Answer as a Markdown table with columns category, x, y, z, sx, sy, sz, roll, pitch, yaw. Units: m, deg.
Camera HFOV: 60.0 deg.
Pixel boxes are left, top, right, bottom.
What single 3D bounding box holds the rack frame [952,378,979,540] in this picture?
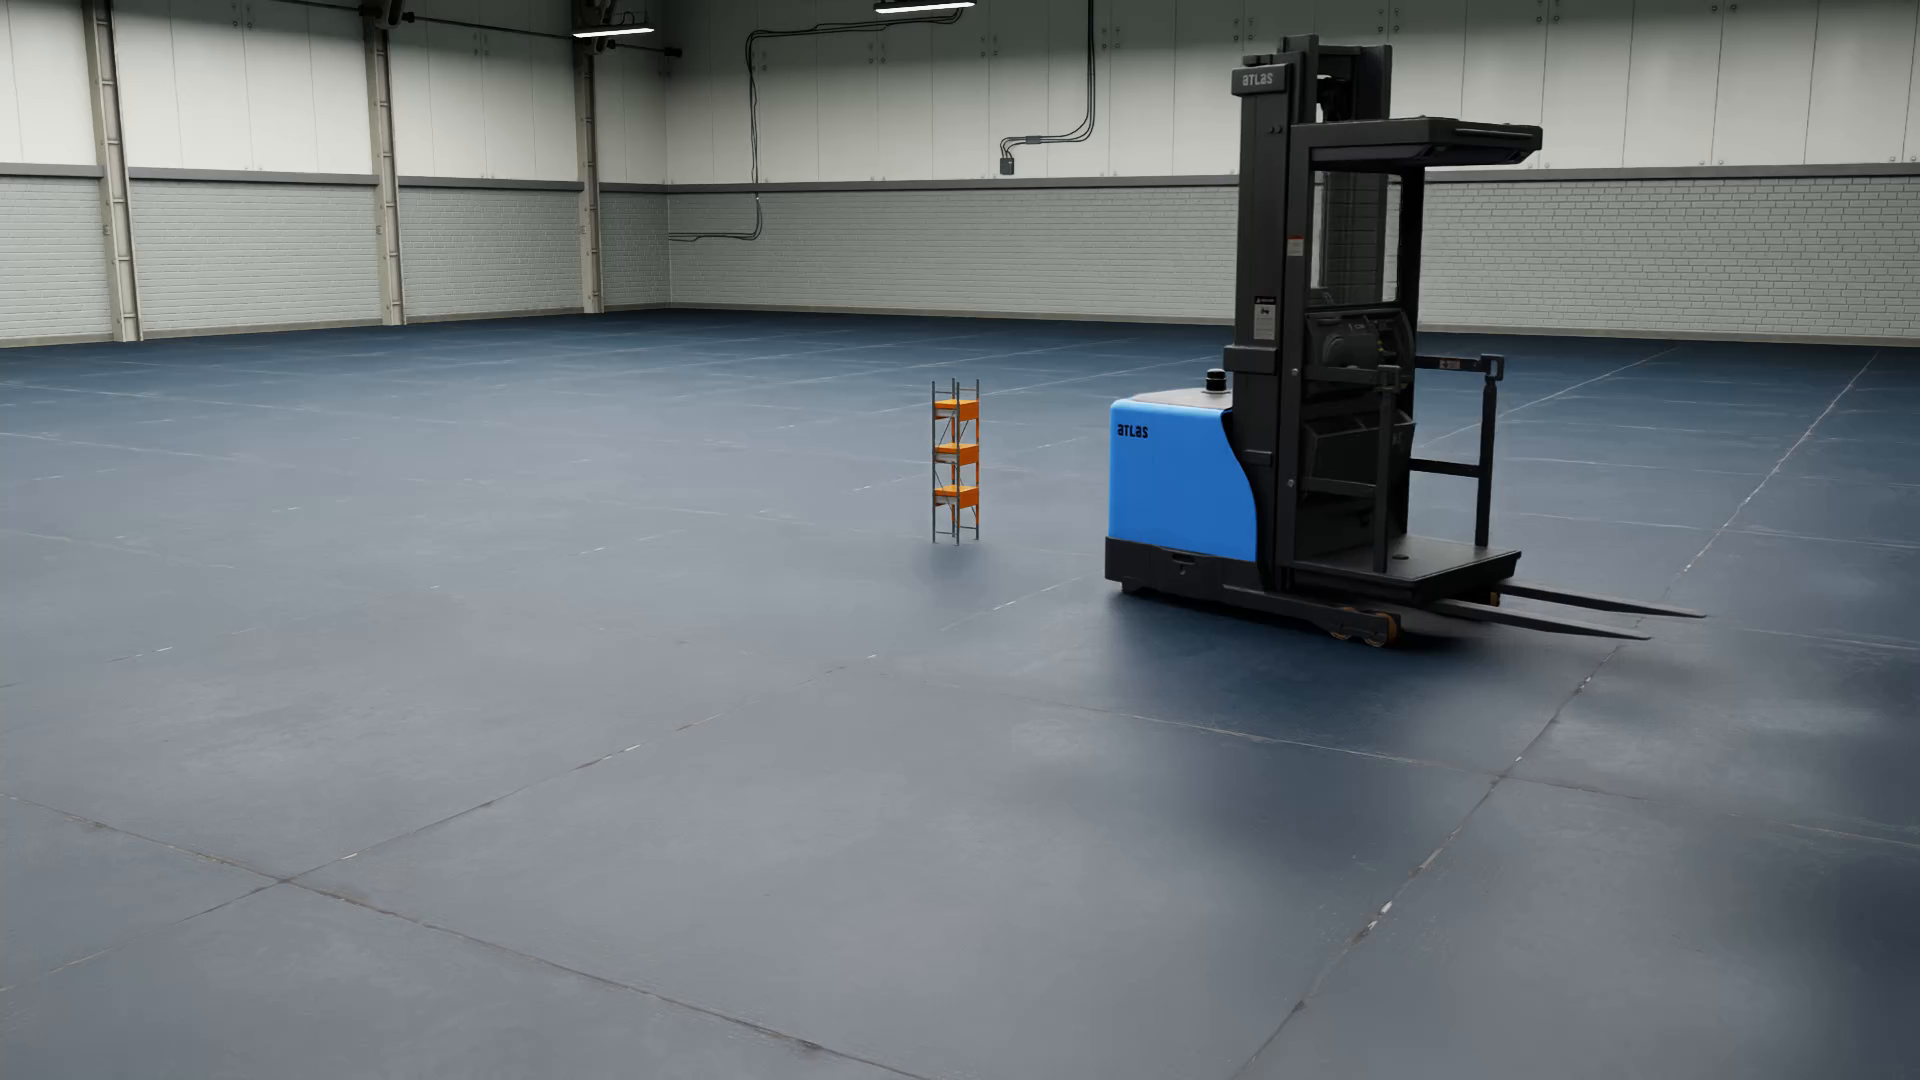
| category | x | y | z | sx | sy | sz | roll | pitch | yaw |
| --- | --- | --- | --- | --- | --- | --- | --- | --- | --- |
| rack frame | 0.036 | -0.527 | 10.830 | 0.200 | 1.050 | 0.008 | 6 | 12 | 31 |

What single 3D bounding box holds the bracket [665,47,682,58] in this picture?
| category | x | y | z | sx | sy | sz | roll | pitch | yaw |
| --- | --- | --- | --- | --- | --- | --- | --- | --- | --- |
| bracket | -7.121 | -12.101 | 41.271 | 0.235 | 0.232 | 0.430 | 6 | 12 | 31 |

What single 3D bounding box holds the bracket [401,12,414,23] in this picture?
| category | x | y | z | sx | sy | sz | roll | pitch | yaw |
| --- | --- | --- | --- | --- | --- | --- | --- | --- | --- |
| bracket | -11.467 | -10.785 | 34.240 | 0.235 | 0.232 | 0.430 | 6 | 12 | 31 |

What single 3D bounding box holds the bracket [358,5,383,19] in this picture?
| category | x | y | z | sx | sy | sz | roll | pitch | yaw |
| --- | --- | --- | --- | --- | --- | --- | --- | --- | --- |
| bracket | -11.898 | -10.654 | 33.543 | 0.235 | 0.232 | 0.430 | 6 | 12 | 31 |

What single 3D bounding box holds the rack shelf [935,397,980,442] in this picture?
| category | x | y | z | sx | sy | sz | roll | pitch | yaw |
| --- | --- | --- | --- | --- | --- | --- | --- | --- | --- |
| rack shelf | -0.028 | -0.776 | 10.677 | 0.215 | 0.259 | 0.240 | 6 | 12 | 31 |

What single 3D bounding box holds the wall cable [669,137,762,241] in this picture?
| category | x | y | z | sx | sy | sz | roll | pitch | yaw |
| --- | --- | --- | --- | --- | --- | --- | --- | --- | --- |
| wall cable | -6.211 | -8.739 | 41.530 | 3.097 | 2.526 | 0.112 | 6 | 12 | 31 |

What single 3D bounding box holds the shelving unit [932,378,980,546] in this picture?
| category | x | y | z | sx | sy | sz | roll | pitch | yaw |
| --- | --- | --- | --- | --- | --- | --- | --- | --- | --- |
| shelving unit | -0.028 | -0.508 | 10.727 | 0.215 | 1.050 | 0.252 | 6 | 12 | 31 |

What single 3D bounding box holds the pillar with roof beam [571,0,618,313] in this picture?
| category | x | y | z | sx | sy | sz | roll | pitch | yaw |
| --- | --- | --- | --- | --- | --- | --- | --- | --- | --- |
| pillar with roof beam | -5.191 | -9.517 | 37.247 | 9.100 | 9.000 | 0.548 | 6 | 12 | 31 |

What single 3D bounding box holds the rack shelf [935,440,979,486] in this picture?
| category | x | y | z | sx | sy | sz | roll | pitch | yaw |
| --- | --- | --- | --- | --- | --- | --- | --- | --- | --- |
| rack shelf | -0.028 | -0.497 | 10.729 | 0.215 | 0.259 | 0.240 | 6 | 12 | 31 |

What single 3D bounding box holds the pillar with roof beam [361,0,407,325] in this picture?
| category | x | y | z | sx | sy | sz | roll | pitch | yaw |
| --- | --- | --- | --- | --- | --- | --- | --- | --- | --- |
| pillar with roof beam | -8.306 | -8.573 | 32.207 | 9.100 | 9.000 | 0.548 | 6 | 12 | 31 |

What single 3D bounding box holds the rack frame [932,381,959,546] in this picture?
| category | x | y | z | sx | sy | sz | roll | pitch | yaw |
| --- | --- | --- | --- | --- | --- | --- | --- | --- | --- |
| rack frame | -0.091 | -0.488 | 10.625 | 0.200 | 1.050 | 0.008 | 6 | 12 | 31 |

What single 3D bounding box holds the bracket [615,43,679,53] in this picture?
| category | x | y | z | sx | sy | sz | roll | pitch | yaw |
| --- | --- | --- | --- | --- | --- | --- | --- | --- | --- |
| bracket | -7.428 | -12.008 | 40.775 | 0.076 | 0.066 | 3.189 | 6 | 12 | 31 |

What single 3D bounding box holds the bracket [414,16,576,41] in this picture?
| category | x | y | z | sx | sy | sz | roll | pitch | yaw |
| --- | --- | --- | --- | --- | --- | --- | --- | --- | --- |
| bracket | -10.120 | -11.193 | 36.419 | 0.076 | 0.066 | 4.783 | 6 | 12 | 31 |

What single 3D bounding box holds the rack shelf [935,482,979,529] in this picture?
| category | x | y | z | sx | sy | sz | roll | pitch | yaw |
| --- | --- | --- | --- | --- | --- | --- | --- | --- | --- |
| rack shelf | -0.028 | -0.224 | 10.780 | 0.215 | 0.259 | 0.240 | 6 | 12 | 31 |

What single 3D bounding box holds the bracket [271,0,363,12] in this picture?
| category | x | y | z | sx | sy | sz | roll | pitch | yaw |
| --- | --- | --- | --- | --- | --- | --- | --- | --- | --- |
| bracket | -13.235 | -10.249 | 31.378 | 0.076 | 0.066 | 4.783 | 6 | 12 | 31 |

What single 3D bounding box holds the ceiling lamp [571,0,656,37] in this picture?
| category | x | y | z | sx | sy | sz | roll | pitch | yaw |
| --- | --- | --- | --- | --- | --- | --- | --- | --- | --- |
| ceiling lamp | -6.818 | -11.736 | 33.237 | 2.000 | 3.185 | 0.800 | 6 | 12 | 31 |

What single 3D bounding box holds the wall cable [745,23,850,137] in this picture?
| category | x | y | z | sx | sy | sz | roll | pitch | yaw |
| --- | --- | --- | --- | --- | --- | --- | --- | --- | --- |
| wall cable | -3.899 | -10.963 | 39.685 | 3.097 | 2.526 | 0.112 | 6 | 12 | 31 |

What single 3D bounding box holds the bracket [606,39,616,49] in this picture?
| category | x | y | z | sx | sy | sz | roll | pitch | yaw |
| --- | --- | --- | --- | --- | --- | --- | --- | --- | --- |
| bracket | -8.352 | -11.728 | 39.281 | 0.235 | 0.232 | 0.430 | 6 | 12 | 31 |

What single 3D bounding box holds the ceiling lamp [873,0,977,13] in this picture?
| category | x | y | z | sx | sy | sz | roll | pitch | yaw |
| --- | --- | --- | --- | --- | --- | --- | --- | --- | --- |
| ceiling lamp | -0.502 | -11.030 | 29.466 | 2.000 | 3.185 | 0.800 | 6 | 12 | 31 |

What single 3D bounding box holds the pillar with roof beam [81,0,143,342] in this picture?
| category | x | y | z | sx | sy | sz | roll | pitch | yaw |
| --- | --- | --- | --- | --- | --- | --- | --- | --- | --- |
| pillar with roof beam | -11.421 | -7.629 | 27.167 | 9.100 | 9.000 | 0.400 | 6 | 12 | 31 |

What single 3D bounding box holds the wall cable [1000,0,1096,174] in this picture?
| category | x | y | z | sx | sy | sz | roll | pitch | yaw |
| --- | --- | --- | --- | --- | --- | --- | --- | --- | --- |
| wall cable | 1.895 | -11.027 | 36.073 | 2.305 | 6.003 | 0.169 | 6 | 12 | 31 |

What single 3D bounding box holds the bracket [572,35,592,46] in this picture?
| category | x | y | z | sx | sy | sz | roll | pitch | yaw |
| --- | --- | --- | --- | --- | --- | --- | --- | --- | --- |
| bracket | -8.783 | -11.598 | 38.583 | 0.235 | 0.232 | 0.430 | 6 | 12 | 31 |

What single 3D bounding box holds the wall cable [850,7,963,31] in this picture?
| category | x | y | z | sx | sy | sz | roll | pitch | yaw |
| --- | --- | --- | --- | --- | --- | --- | --- | --- | --- |
| wall cable | -1.254 | -12.903 | 37.687 | 3.097 | 2.526 | 0.112 | 6 | 12 | 31 |

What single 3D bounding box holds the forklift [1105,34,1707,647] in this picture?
| category | x | y | z | sx | sy | sz | roll | pitch | yaw |
| --- | --- | --- | --- | --- | --- | --- | --- | --- | --- |
| forklift | 2.203 | -1.027 | 8.390 | 1.130 | 2.935 | 3.031 | -10 | 15 | -43 |
